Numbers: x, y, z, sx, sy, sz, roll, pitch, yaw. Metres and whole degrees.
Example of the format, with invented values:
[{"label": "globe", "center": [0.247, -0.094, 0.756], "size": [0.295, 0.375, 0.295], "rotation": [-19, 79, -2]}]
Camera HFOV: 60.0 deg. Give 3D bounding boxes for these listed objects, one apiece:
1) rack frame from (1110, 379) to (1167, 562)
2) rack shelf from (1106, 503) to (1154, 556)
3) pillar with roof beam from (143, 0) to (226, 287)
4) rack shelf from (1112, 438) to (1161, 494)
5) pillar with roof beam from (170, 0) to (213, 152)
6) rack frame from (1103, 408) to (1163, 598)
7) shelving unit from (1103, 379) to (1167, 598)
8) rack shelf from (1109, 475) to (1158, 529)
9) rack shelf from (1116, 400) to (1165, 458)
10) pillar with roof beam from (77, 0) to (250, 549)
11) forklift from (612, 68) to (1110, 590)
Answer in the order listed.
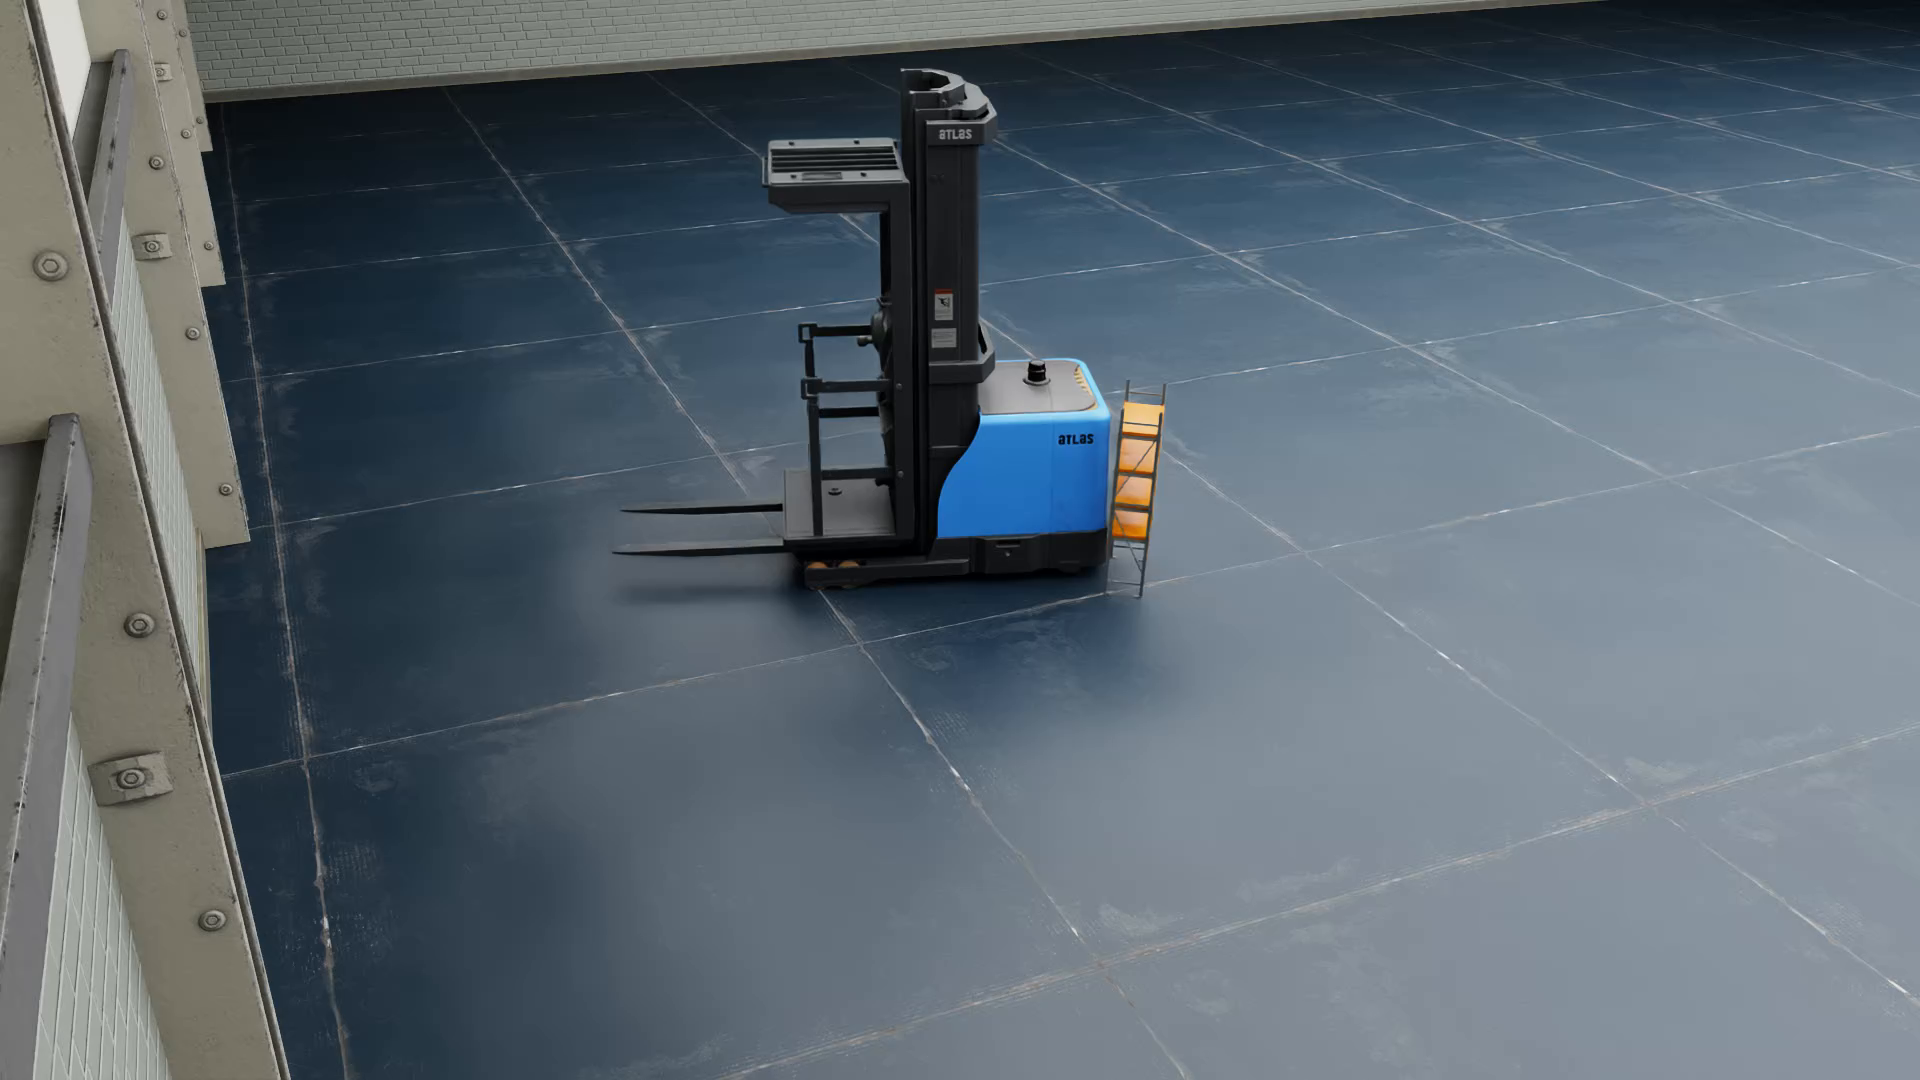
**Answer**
[{"label": "rack frame", "center": [1.088, -0.415, 10.218], "size": [0.240, 1.200, 0.015], "rotation": [7, 27, 7]}, {"label": "rack shelf", "center": [1.037, -0.072, 10.120], "size": [0.258, 0.148, 0.480], "rotation": [7, 27, 7]}, {"label": "pillar with roof beam", "center": [-3.188, -7.250, 15.343], "size": [9.100, 9.000, 0.400], "rotation": [-11, 28, -21]}, {"label": "rack shelf", "center": [1.058, -0.449, 9.932], "size": [0.258, 0.148, 0.480], "rotation": [7, 27, 7]}, {"label": "pillar with roof beam", "center": [-5.538, -9.672, 20.304], "size": [9.100, 9.000, 0.400], "rotation": [-11, 28, -21]}, {"label": "rack frame", "center": [1.012, -0.204, 9.785], "size": [0.240, 1.200, 0.015], "rotation": [7, 27, 7]}, {"label": "shelving unit", "center": [1.050, -0.310, 10.002], "size": [0.258, 1.200, 0.503], "rotation": [7, 27, 7]}, {"label": "rack shelf", "center": [1.047, -0.250, 10.032], "size": [0.258, 0.148, 0.480], "rotation": [7, 27, 7]}, {"label": "rack shelf", "center": [1.070, -0.661, 9.827], "size": [0.258, 0.148, 0.480], "rotation": [7, 27, 7]}, {"label": "pillar with roof beam", "center": [-0.839, -4.828, 10.382], "size": [9.100, 9.000, 0.400], "rotation": [-11, 28, -21]}, {"label": "forklift", "center": [-0.640, -1.255, 9.979], "size": [3.031, 2.935, 1.130], "rotation": [-3, 26, -5]}]
